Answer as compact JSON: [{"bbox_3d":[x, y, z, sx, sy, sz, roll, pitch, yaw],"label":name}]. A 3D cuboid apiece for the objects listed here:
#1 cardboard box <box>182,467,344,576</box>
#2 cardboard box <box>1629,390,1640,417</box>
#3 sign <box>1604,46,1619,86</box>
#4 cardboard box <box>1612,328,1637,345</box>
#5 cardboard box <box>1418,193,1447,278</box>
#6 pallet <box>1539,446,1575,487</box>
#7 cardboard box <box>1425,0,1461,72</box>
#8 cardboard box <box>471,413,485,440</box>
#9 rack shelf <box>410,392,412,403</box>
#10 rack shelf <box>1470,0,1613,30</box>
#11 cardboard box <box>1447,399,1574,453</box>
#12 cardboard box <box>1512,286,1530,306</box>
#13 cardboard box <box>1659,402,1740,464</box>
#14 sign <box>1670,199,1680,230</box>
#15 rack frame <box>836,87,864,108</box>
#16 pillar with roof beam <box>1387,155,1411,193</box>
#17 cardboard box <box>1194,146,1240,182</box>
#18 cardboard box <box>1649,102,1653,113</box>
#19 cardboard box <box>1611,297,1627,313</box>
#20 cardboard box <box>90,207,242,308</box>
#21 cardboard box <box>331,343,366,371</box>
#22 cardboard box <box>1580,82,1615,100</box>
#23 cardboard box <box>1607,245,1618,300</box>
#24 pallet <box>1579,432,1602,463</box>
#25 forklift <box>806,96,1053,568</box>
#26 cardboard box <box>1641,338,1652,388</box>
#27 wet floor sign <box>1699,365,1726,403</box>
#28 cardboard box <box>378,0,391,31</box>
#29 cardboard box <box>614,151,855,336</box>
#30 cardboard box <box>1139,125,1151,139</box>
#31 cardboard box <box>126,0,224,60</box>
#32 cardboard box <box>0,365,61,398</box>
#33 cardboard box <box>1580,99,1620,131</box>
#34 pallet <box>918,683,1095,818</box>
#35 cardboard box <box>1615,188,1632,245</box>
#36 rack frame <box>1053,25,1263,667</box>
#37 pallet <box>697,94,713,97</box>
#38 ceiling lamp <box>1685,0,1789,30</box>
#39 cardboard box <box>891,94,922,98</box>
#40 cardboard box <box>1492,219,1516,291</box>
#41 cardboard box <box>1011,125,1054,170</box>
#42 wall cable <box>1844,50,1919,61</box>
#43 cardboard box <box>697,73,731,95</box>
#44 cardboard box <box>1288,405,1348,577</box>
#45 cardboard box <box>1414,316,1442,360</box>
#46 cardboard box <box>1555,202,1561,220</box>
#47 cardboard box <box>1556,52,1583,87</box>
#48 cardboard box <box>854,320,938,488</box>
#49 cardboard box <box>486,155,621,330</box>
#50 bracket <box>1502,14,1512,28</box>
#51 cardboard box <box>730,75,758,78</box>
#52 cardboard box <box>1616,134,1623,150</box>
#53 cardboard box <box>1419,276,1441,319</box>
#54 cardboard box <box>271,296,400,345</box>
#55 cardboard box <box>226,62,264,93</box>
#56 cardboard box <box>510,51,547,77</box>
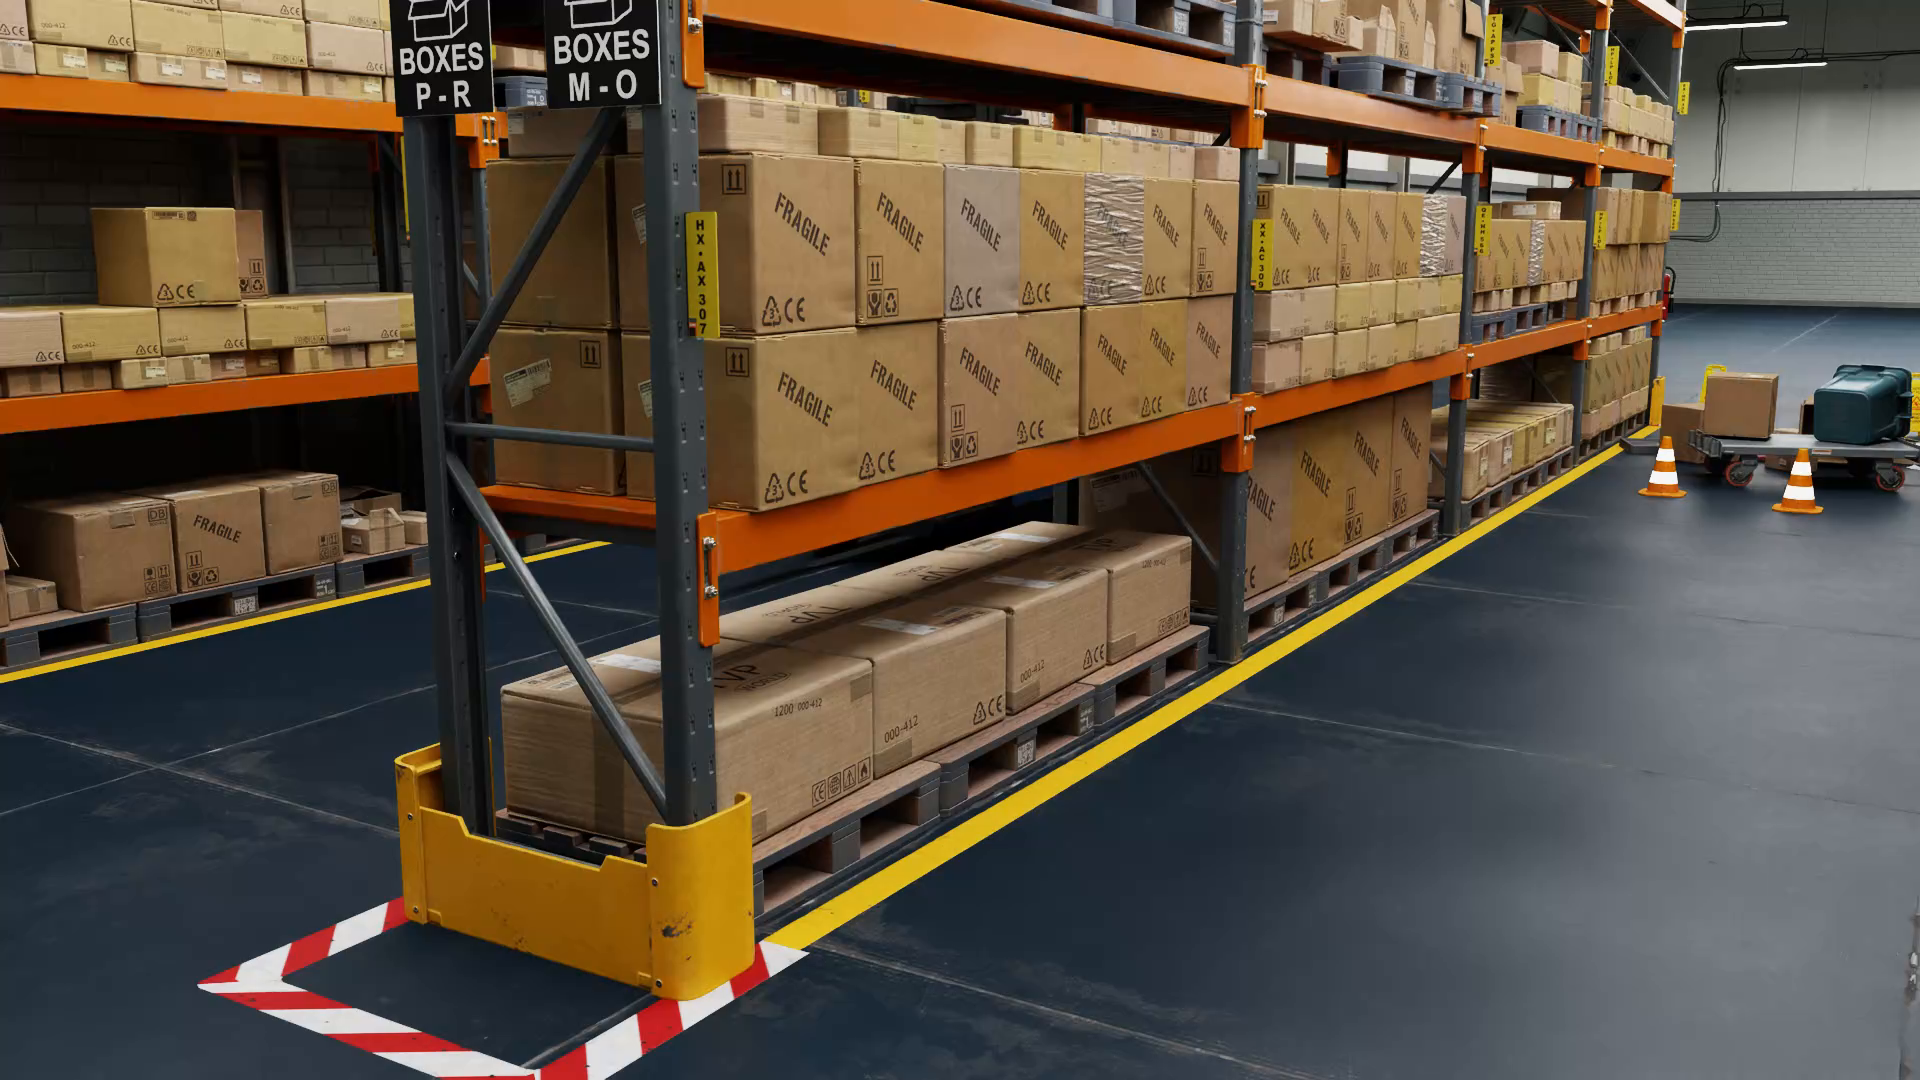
[{"bbox_3d":[-3.977,-0.118,9.499,0.700,0.500,0.500,6,12,29],"label":"cardboard box"},{"bbox_3d":[6.695,-1.423,17.150,0.500,0.250,0.500,6,12,31],"label":"cardboard box"},{"bbox_3d":[5.559,-4.042,14.183,0.100,0.325,0.005,6,12,31],"label":"sign"},{"bbox_3d":[6.562,-2.049,16.690,0.380,0.149,0.250,7,13,33],"label":"cardboard box"},{"bbox_3d":[2.702,-1.896,10.358,0.500,0.500,0.500,7,12,32],"label":"cardboard box"},{"bbox_3d":[4.680,-0.680,14.425,1.003,0.211,1.213,6,12,31],"label":"pallet"},{"bbox_3d":[2.655,-3.100,10.210,0.700,0.500,0.500,6,12,28],"label":"cardboard box"},{"bbox_3d":[-3.370,-0.770,11.220,0.380,0.149,0.250,6,12,28],"label":"cardboard box"},{"bbox_3d":[-2.276,-1.349,12.378,1.077,0.370,4.000,6,12,31],"label":"rack shelf"},{"bbox_3d":[4.045,-4.257,12.694,1.077,0.370,4.000,6,12,31],"label":"rack shelf"},{"bbox_3d":[4.813,-1.005,14.584,0.950,0.372,0.625,7,12,31],"label":"cardboard box"},{"bbox_3d":[4.215,-1.909,12.958,0.380,0.149,0.250,7,13,32],"label":"cardboard box"},{"bbox_3d":[6.802,-0.984,15.258,0.500,0.500,0.500,-4,11,-18],"label":"cardboard box"},{"bbox_3d":[7.624,-3.470,17.747,0.100,0.325,0.005,6,12,31],"label":"sign"},{"bbox_3d":[-1.238,-4.966,13.440,1.000,3.000,0.127,6,12,31],"label":"rack frame"},{"bbox_3d":[11.693,-7.677,27.920,9.100,9.000,0.548,6,12,31],"label":"pillar with roof beam"},{"bbox_3d":[1.042,-1.695,7.520,0.380,0.149,0.250,6,12,30],"label":"cardboard box"},{"bbox_3d":[6.777,-4.350,16.814,0.380,0.149,0.250,6,12,31],"label":"cardboard box"},{"bbox_3d":[6.193,-2.268,16.017,0.380,0.149,0.250,6,12,31],"label":"cardboard box"},{"bbox_3d":[-4.147,-1.482,8.693,0.500,0.500,0.500,7,13,32],"label":"cardboard box"},{"bbox_3d":[-3.654,-1.066,9.591,0.380,0.149,0.250,7,13,32],"label":"cardboard box"},{"bbox_3d":[5.526,-3.934,14.595,0.380,0.149,0.250,6,12,30],"label":"cardboard box"},{"bbox_3d":[5.791,-2.492,15.447,0.500,0.500,0.500,6,12,30],"label":"cardboard box"},{"bbox_3d":[5.402,-0.911,15.662,1.003,0.211,1.213,6,12,31],"label":"pallet"},{"bbox_3d":[-0.325,-1.341,10.568,1.130,2.935,3.031,6,12,30],"label":"forklift"},{"bbox_3d":[6.967,-1.874,17.522,0.500,0.500,0.500,6,12,31],"label":"cardboard box"},{"bbox_3d":[8.173,-1.572,18.013,0.232,0.644,0.267,-8,13,-38],"label":"wet floor sign"},{"bbox_3d":[-3.371,-3.078,9.750,0.500,0.250,0.500,6,12,31],"label":"cardboard box"},{"bbox_3d":[-0.654,-0.874,4.899,0.500,0.500,0.500,6,12,29],"label":"cardboard box"},{"bbox_3d":[1.869,-4.515,18.133,0.396,0.266,0.258,6,12,29],"label":"cardboard box"},{"bbox_3d":[-4.156,-2.594,8.523,0.500,0.250,0.500,6,12,30],"label":"cardboard box"},{"bbox_3d":[-4.603,-0.784,8.088,0.380,0.149,0.250,7,13,32],"label":"cardboard box"},{"bbox_3d":[5.546,-3.763,14.763,0.500,0.250,0.500,6,12,29],"label":"cardboard box"},{"bbox_3d":[-0.164,0.761,6.731,1.003,0.211,1.213,6,12,31],"label":"pallet"},{"bbox_3d":[5.781,-2.986,15.371,0.700,0.500,0.500,6,12,31],"label":"cardboard box"},{"bbox_3d":[0.930,-0.915,8.102,1.000,3.000,0.127,6,12,31],"label":"rack frame"},{"bbox_3d":[-2.380,-3.029,11.758,1.213,0.211,1.003,6,12,31],"label":"pallet"},{"bbox_3d":[14.683,-11.294,31.378,2.000,3.185,0.800,6,12,31],"label":"ceiling lamp"},{"bbox_3d":[-0.653,-3.887,14.144,0.500,0.500,0.500,7,12,31],"label":"cardboard box"},{"bbox_3d":[3.702,-2.077,12.089,0.500,0.500,0.500,7,13,34],"label":"cardboard box"},{"bbox_3d":[0.115,-1.414,6.019,0.380,0.149,0.250,6,12,29],"label":"cardboard box"},{"bbox_3d":[24.976,-13.894,43.481,3.097,2.526,0.112,6,12,31],"label":"wall cable"},{"bbox_3d":[-1.906,-3.335,12.205,0.380,0.149,0.250,7,13,32],"label":"cardboard box"},{"bbox_3d":[1.646,-0.325,9.584,0.875,0.875,0.875,7,13,32],"label":"cardboard box"},{"bbox_3d":[2.714,-1.284,10.482,0.500,0.250,0.500,7,12,32],"label":"cardboard box"},{"bbox_3d":[4.690,-2.690,13.599,0.380,0.149,0.250,6,12,29],"label":"cardboard box"},{"bbox_3d":[4.891,-3.922,13.924,0.500,0.250,0.500,7,13,32],"label":"cardboard box"},{"bbox_3d":[-0.413,-0.465,5.429,0.500,0.500,0.500,6,12,30],"label":"cardboard box"},{"bbox_3d":[-1.100,-0.925,5.167,0.500,0.500,0.500,7,13,33],"label":"cardboard box"},{"bbox_3d":[11.217,-10.702,34.296,0.235,0.232,0.430,6,12,31],"label":"bracket"},{"bbox_3d":[-1.708,-3.514,12.349,0.380,0.149,0.250,6,12,29],"label":"cardboard box"},{"bbox_3d":[5.985,-3.711,15.571,0.380,0.149,0.250,6,12,29],"label":"cardboard box"},{"bbox_3d":[2.709,-1.534,10.461,0.500,0.250,0.500,6,12,29],"label":"cardboard box"},{"bbox_3d":[-3.618,-1.277,9.638,0.500,0.250,0.500,6,12,31],"label":"cardboard box"},{"bbox_3d":[-3.946,-2.457,8.873,0.380,0.149,0.250,7,12,31],"label":"cardboard box"},{"bbox_3d":[-2.655,-3.041,10.579,0.380,0.149,0.250,7,12,31],"label":"cardboard box"}]
